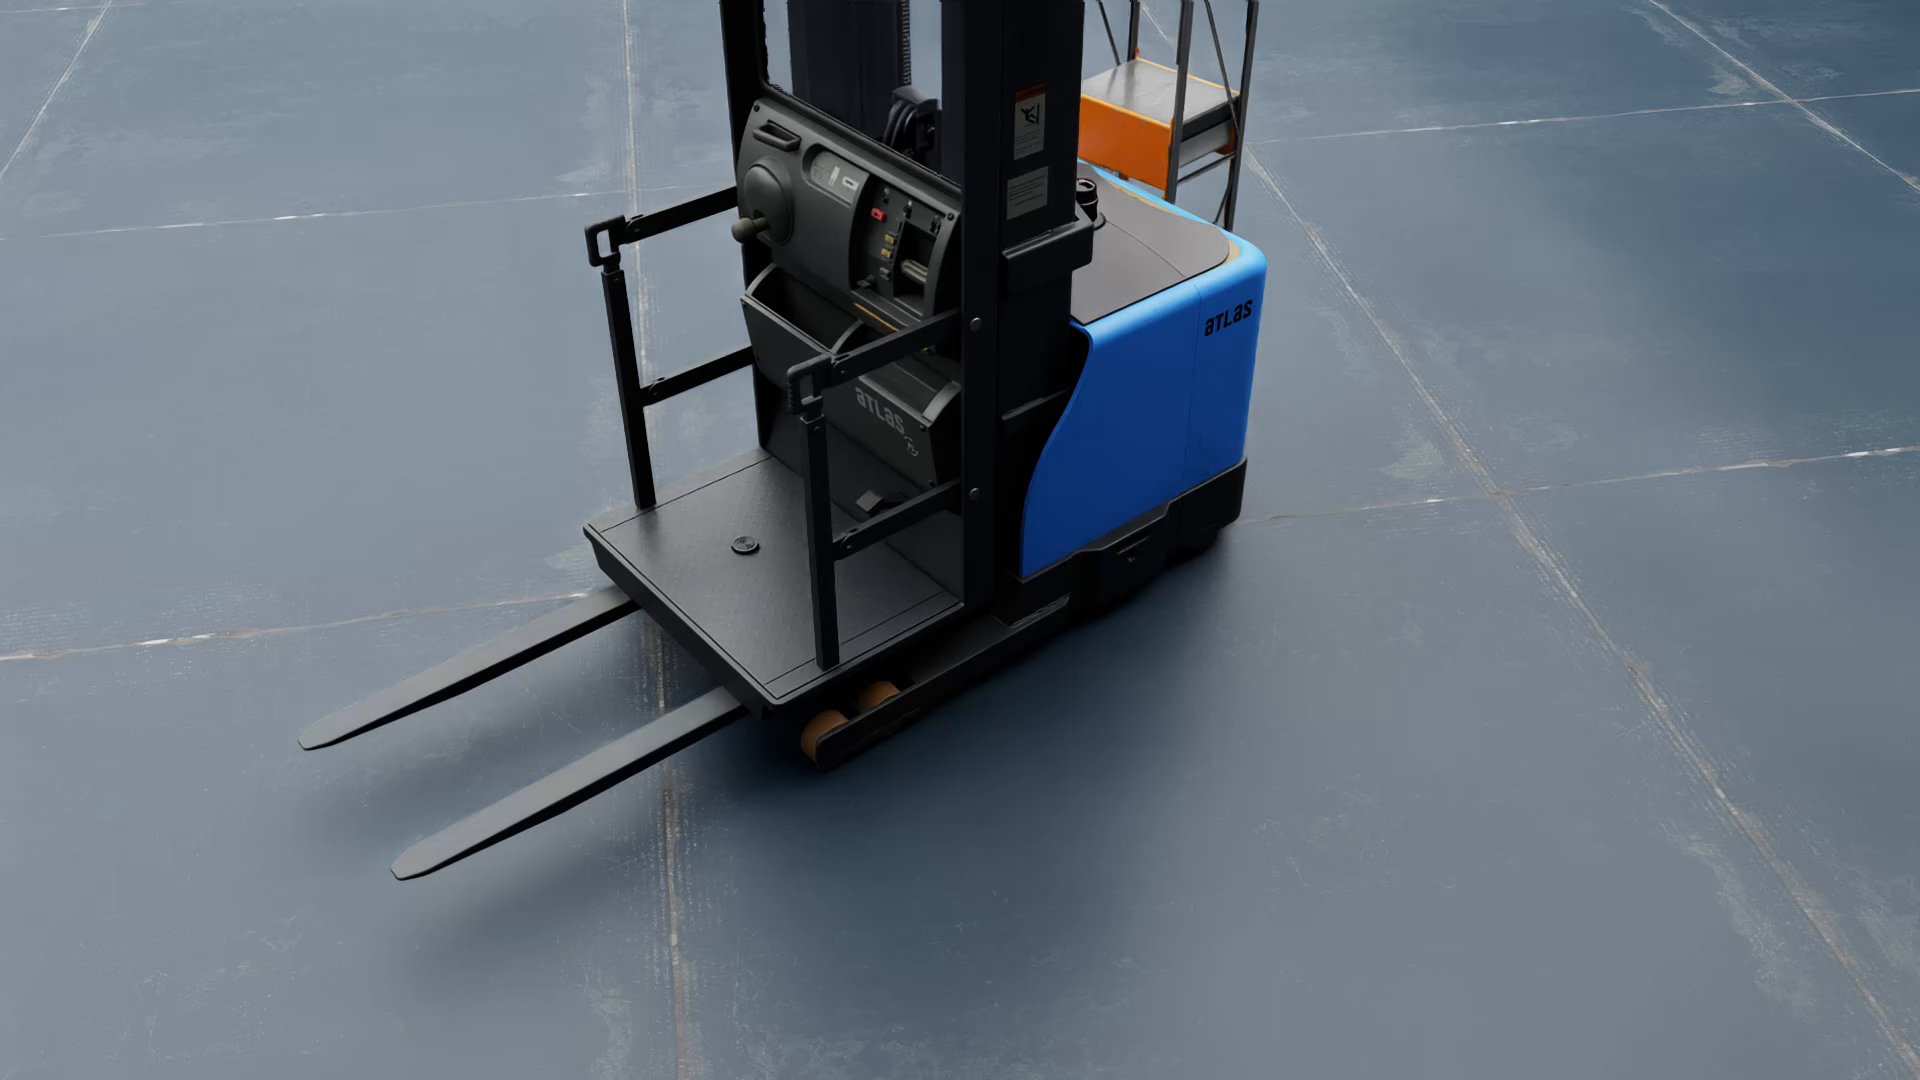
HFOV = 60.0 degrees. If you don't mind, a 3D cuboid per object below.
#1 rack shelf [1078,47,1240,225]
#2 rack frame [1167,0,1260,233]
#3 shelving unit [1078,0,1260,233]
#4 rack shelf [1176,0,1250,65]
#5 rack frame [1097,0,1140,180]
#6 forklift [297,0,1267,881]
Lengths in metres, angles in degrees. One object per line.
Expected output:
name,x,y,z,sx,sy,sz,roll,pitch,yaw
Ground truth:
rack shelf,0.657,-1.350,5.794,0.480,0.518,0.431,31,47,33
rack frame,0.833,-1.257,5.653,0.015,2.100,0.400,31,47,33
shelving unit,0.657,-1.361,5.786,0.503,2.100,0.431,31,47,33
rack shelf,0.662,-1.905,5.368,0.480,0.518,0.431,31,47,33
rack frame,0.481,-1.464,5.919,0.015,2.100,0.400,31,47,33
forklift,-0.485,-0.858,4.465,3.031,2.935,1.130,-27,45,-30
